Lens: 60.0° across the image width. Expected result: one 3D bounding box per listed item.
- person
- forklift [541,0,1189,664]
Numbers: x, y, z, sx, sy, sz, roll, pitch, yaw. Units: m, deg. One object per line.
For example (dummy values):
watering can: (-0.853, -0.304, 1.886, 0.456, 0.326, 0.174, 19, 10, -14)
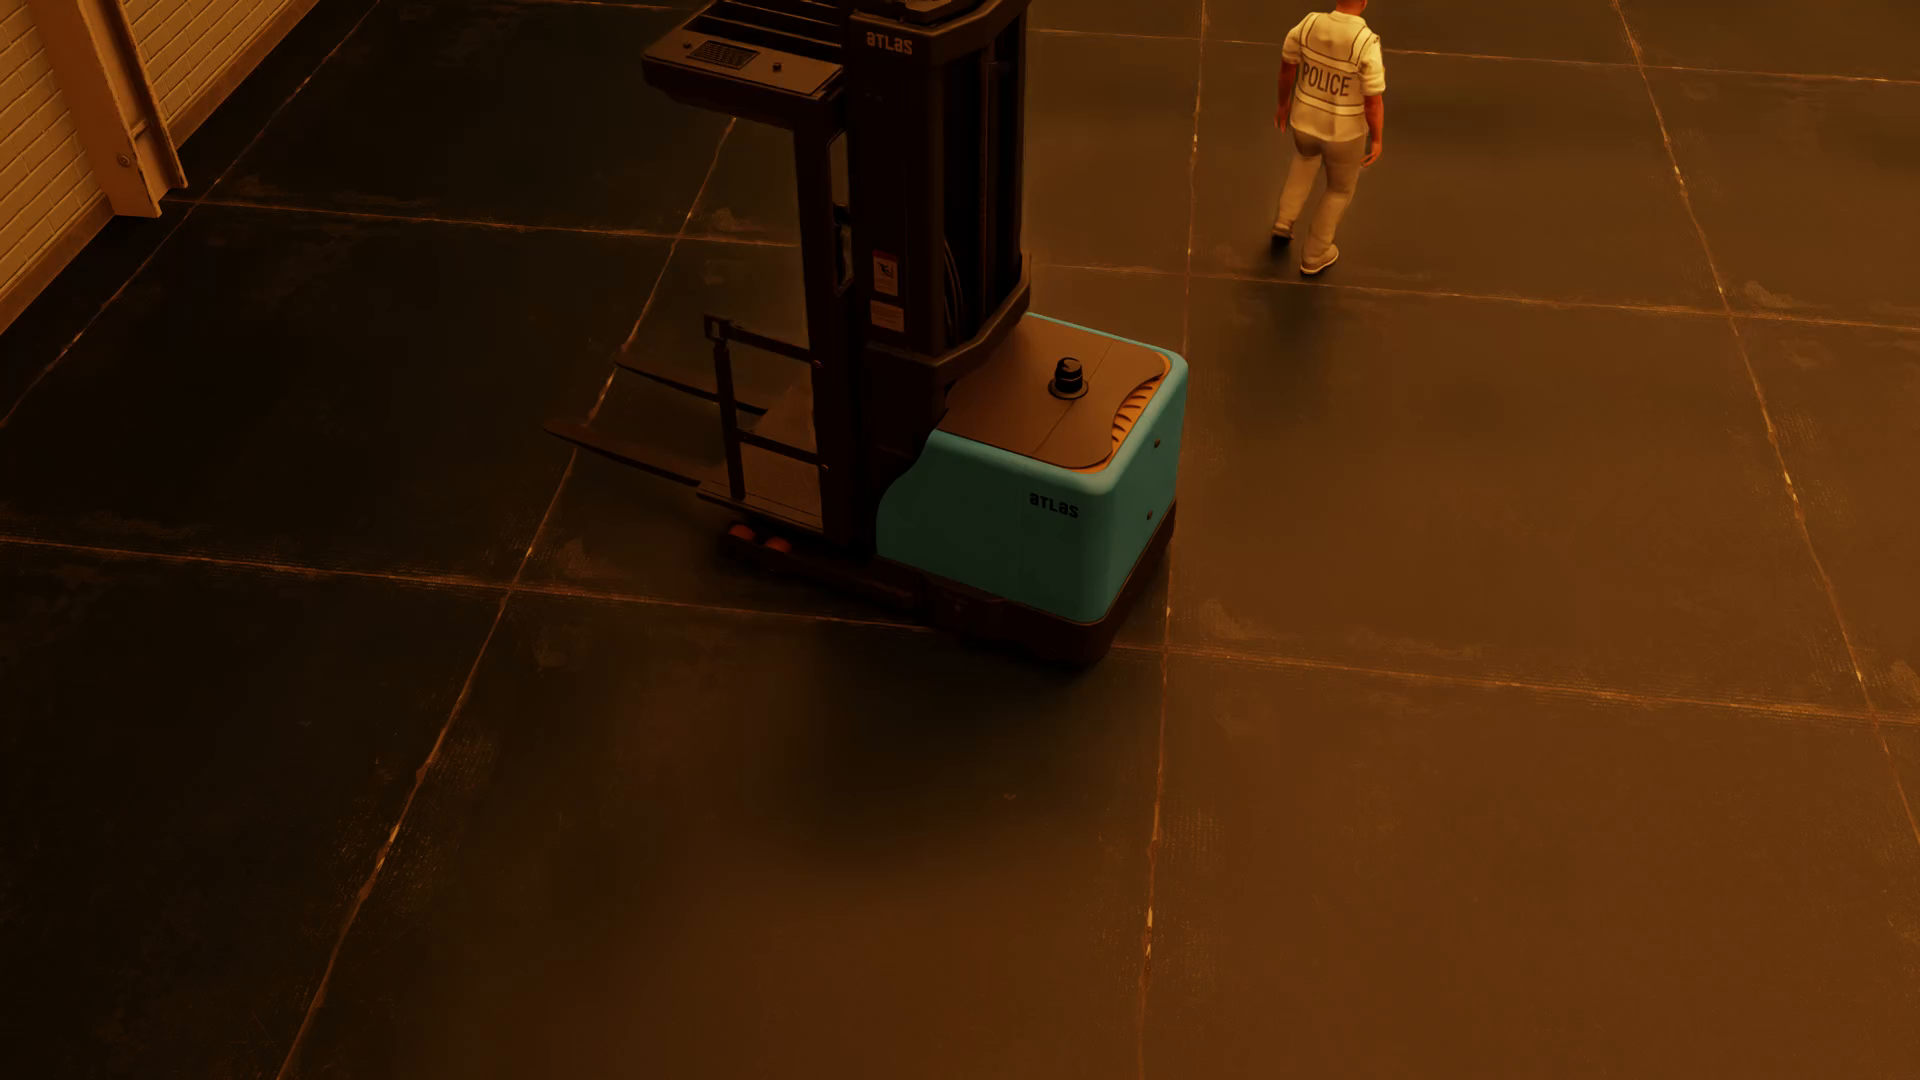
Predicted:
person: (2.053, -2.303, 9.143, 0.650, 1.771, 0.496, 30, 50, 28)
forklift: (-0.554, -1.230, 7.064, 3.031, 2.935, 1.130, 18, 46, 19)
